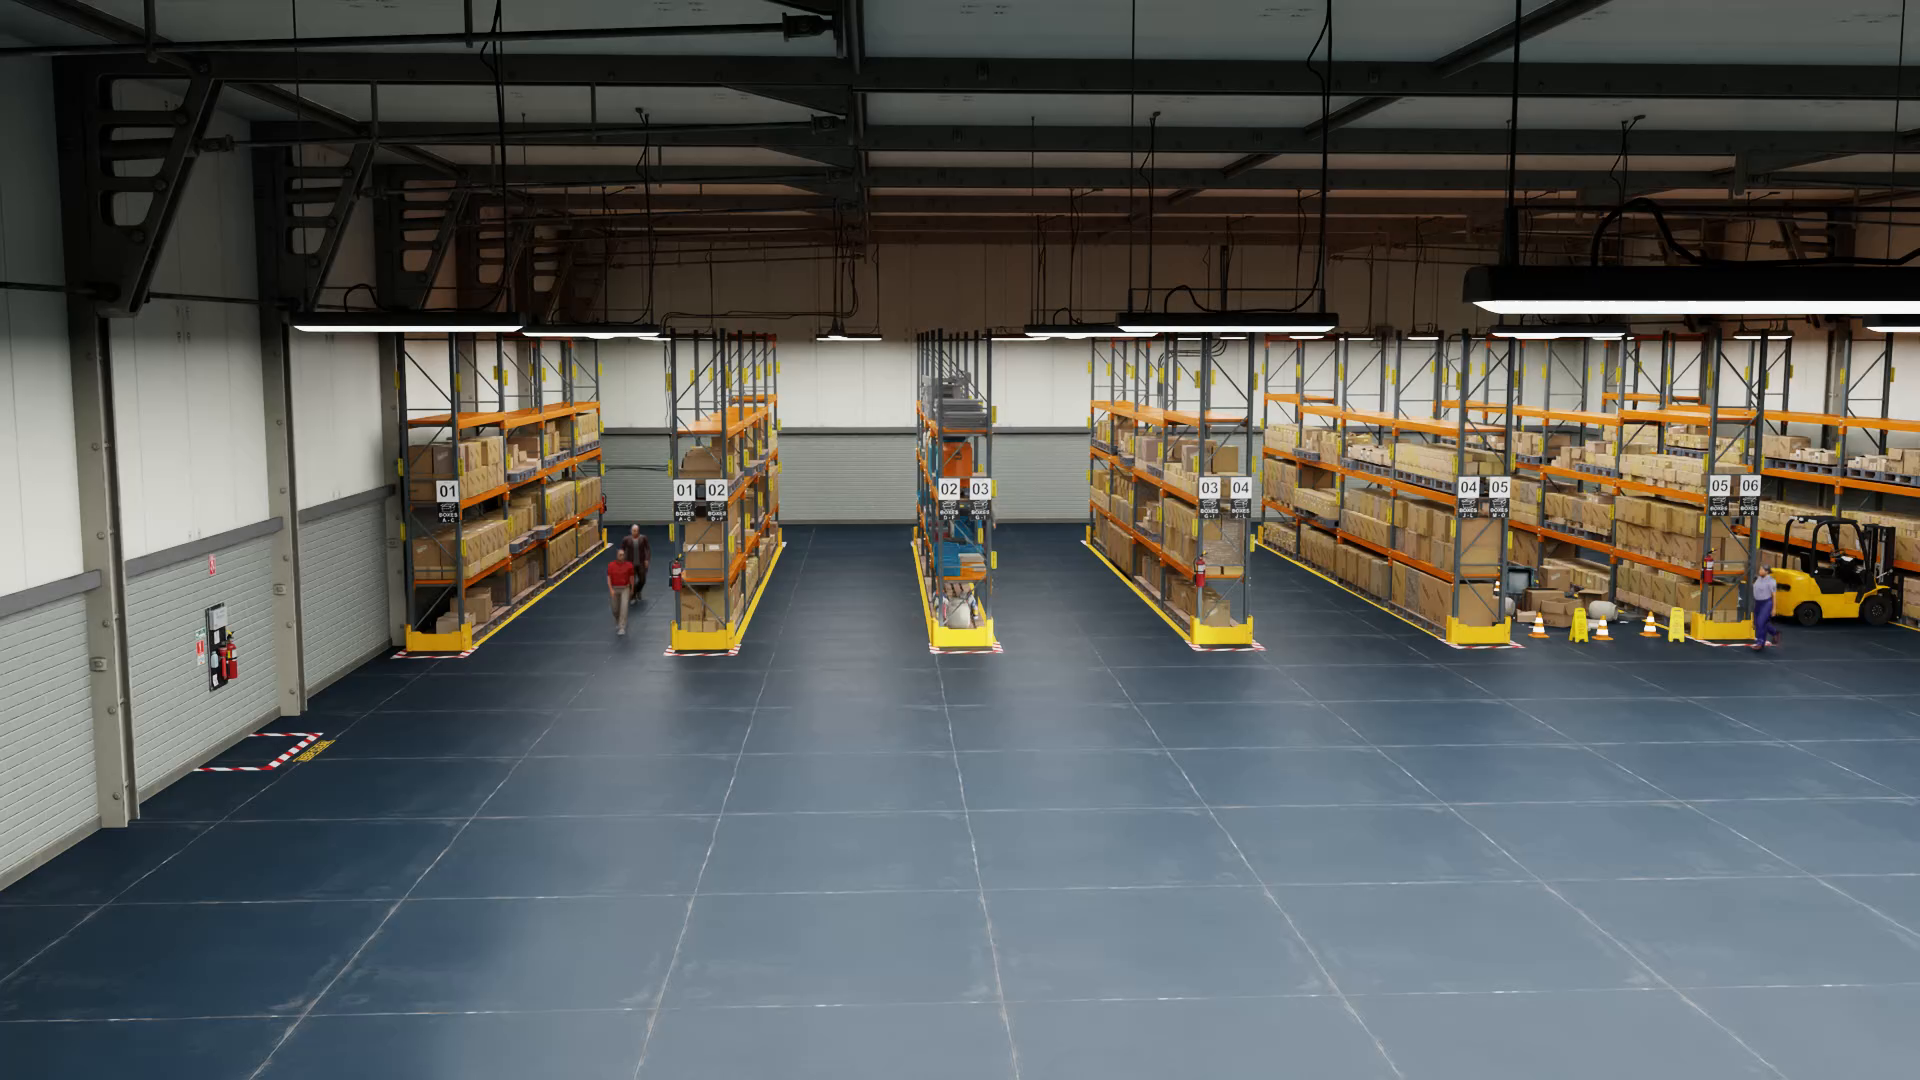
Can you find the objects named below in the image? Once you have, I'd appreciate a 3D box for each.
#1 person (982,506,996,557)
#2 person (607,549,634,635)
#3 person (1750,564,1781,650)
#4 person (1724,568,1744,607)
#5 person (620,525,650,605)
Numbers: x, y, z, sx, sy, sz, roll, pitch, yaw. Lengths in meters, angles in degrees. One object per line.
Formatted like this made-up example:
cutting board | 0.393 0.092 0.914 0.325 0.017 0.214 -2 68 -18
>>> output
person | 0.676 -0.392 44.718 0.575 1.658 1.063 -3 7 -21
person | -6.751 1.004 33.008 0.524 1.650 1.065 0 7 -3
person | 15.169 1.235 31.215 0.777 1.611 0.502 -2 7 -14
person | 16.971 0.709 36.387 0.484 1.486 0.708 0 7 -3
person | -7.199 0.524 36.822 0.668 1.763 0.696 -2 7 -18
